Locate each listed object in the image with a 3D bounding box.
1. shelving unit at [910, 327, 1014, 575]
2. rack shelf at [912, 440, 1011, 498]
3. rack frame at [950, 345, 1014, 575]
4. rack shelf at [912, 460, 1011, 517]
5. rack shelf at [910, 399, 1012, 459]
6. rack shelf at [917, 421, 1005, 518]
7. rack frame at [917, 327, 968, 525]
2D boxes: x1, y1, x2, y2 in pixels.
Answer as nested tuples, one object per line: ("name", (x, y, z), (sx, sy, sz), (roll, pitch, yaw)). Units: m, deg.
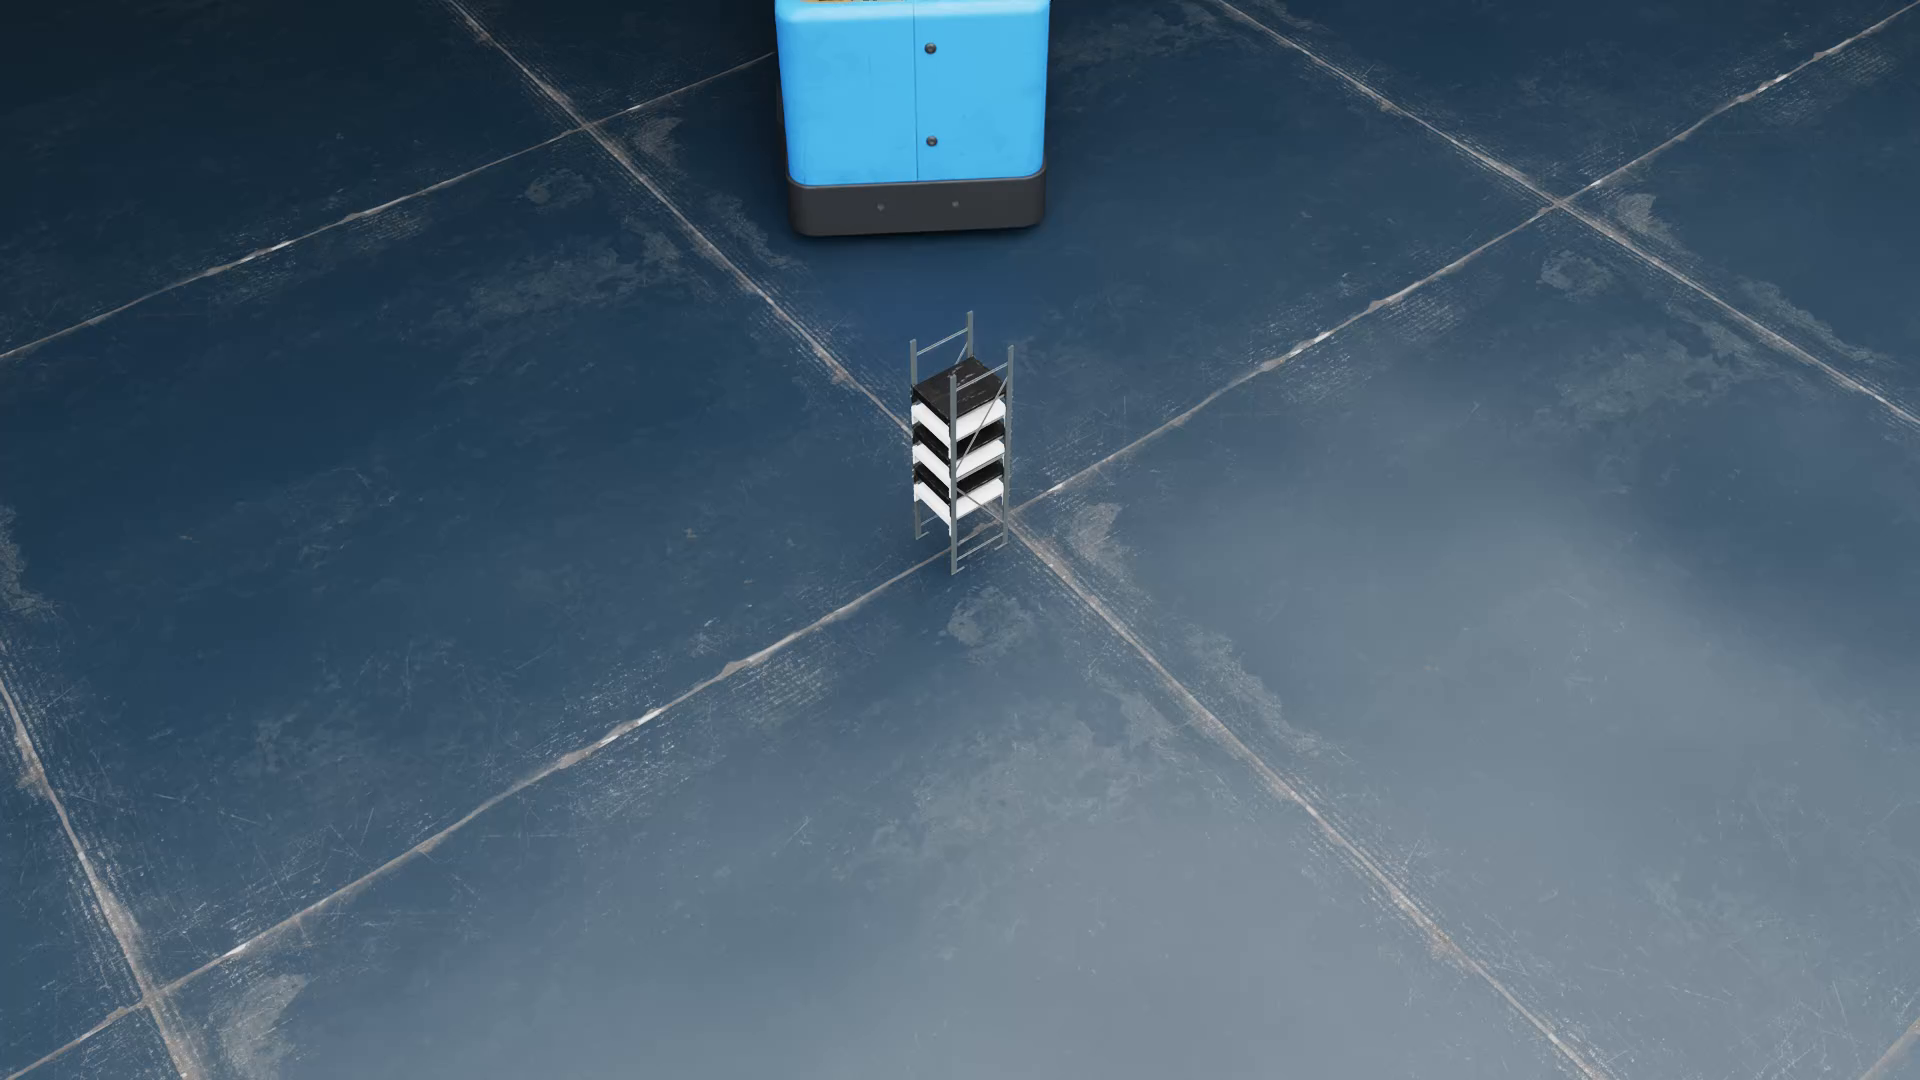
("shelving unit", (0.005, -0.297, 5.412), (0.258, 0.900, 0.208), (-29, 54, -24))
("rack shelf", (0.005, -0.275, 5.437), (0.258, 0.077, 0.200), (-29, 54, -24))
("rack frame", (0.066, -0.237, 5.358), (0.240, 0.900, 0.006), (-29, 54, -24))
("rack shelf", (0.005, -0.215, 5.504), (0.258, 0.077, 0.200), (-29, 54, -24))
("rack shelf", (0.005, -0.396, 5.304), (0.258, 0.077, 0.200), (-29, 54, -24))
("rack shelf", (0.005, -0.264, 5.450), (0.221, 0.281, 0.190), (-29, 54, -24))
("rack frame", (-0.057, -0.357, 5.466), (0.228, 0.785, 0.003), (-29, 54, -24))
